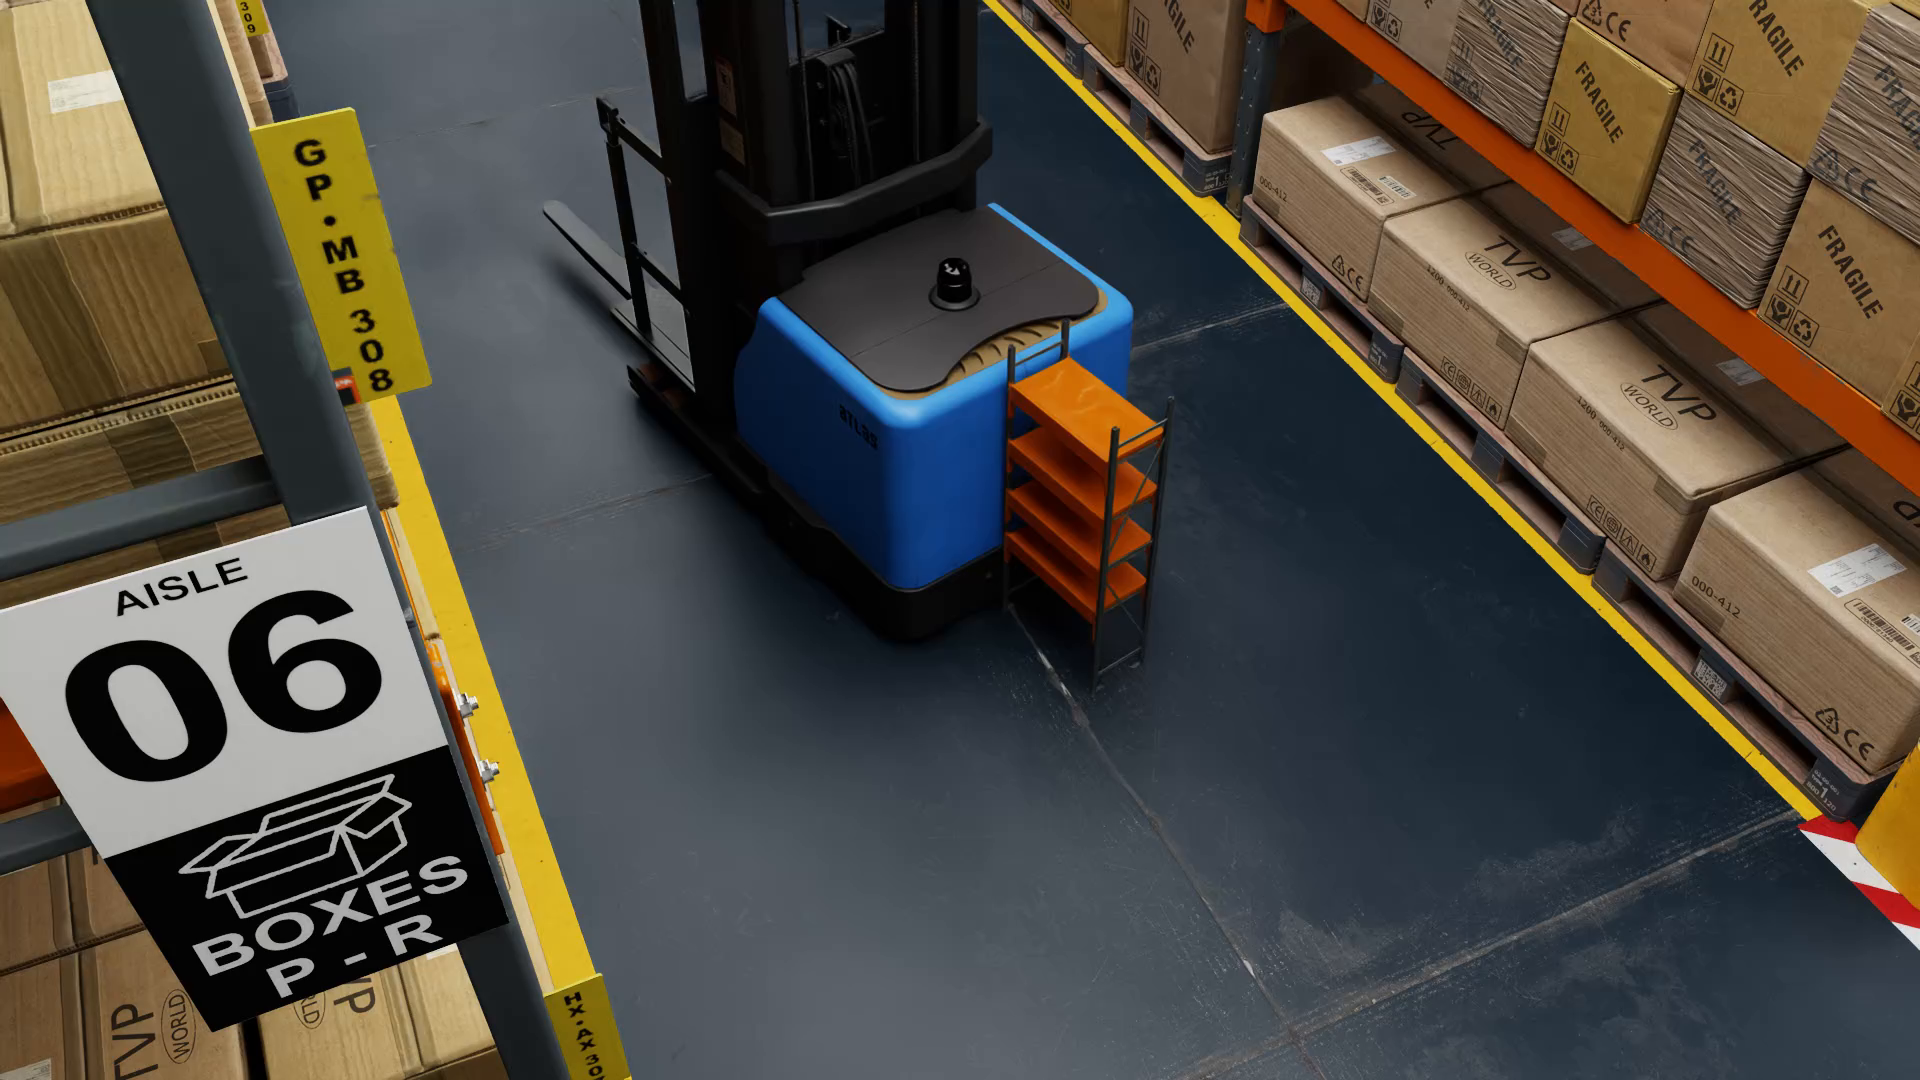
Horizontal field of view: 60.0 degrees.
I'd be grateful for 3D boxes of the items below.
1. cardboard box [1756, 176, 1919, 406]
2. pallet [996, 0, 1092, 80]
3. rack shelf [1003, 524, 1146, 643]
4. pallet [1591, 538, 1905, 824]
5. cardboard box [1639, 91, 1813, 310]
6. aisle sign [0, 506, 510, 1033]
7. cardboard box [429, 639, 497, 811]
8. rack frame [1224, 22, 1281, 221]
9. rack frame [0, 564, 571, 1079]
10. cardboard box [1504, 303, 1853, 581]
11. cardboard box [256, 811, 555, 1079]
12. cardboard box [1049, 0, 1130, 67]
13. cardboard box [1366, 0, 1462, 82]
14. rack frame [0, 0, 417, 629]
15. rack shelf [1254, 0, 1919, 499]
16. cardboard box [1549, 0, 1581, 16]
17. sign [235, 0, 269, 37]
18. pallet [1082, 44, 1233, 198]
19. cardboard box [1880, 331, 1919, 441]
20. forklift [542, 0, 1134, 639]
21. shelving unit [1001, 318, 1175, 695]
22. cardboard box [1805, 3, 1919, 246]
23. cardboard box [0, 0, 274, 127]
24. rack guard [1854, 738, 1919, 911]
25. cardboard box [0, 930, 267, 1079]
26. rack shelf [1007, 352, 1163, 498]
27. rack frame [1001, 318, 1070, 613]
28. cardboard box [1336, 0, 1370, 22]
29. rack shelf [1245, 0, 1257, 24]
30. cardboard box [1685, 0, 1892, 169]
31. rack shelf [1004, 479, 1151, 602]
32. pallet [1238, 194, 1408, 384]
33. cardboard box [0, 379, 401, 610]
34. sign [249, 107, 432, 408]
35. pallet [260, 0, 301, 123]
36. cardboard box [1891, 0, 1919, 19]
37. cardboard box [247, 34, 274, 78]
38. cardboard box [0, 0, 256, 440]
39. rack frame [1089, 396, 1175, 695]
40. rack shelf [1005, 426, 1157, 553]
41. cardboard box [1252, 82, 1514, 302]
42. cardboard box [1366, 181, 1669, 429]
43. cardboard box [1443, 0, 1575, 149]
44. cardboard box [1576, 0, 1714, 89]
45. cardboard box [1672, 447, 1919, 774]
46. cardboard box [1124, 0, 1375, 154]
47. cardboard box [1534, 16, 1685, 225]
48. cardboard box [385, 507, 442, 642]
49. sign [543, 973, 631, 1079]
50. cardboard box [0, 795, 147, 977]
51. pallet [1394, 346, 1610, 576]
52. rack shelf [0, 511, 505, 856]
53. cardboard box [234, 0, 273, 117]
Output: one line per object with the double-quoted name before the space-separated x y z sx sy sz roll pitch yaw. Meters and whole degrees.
"cardboard box" 2.767 -0.785 4.838 0.500 0.500 0.500 -19 48 -18
"pallet" 0.816 -3.000 9.140 1.003 0.211 1.213 -18 47 -17
"rack shelf" 0.396 0.104 5.669 0.258 0.148 0.480 -28 51 -26
"pallet" 3.000 0.311 5.785 1.003 0.211 1.213 -18 47 -17
"cardboard box" 2.542 -1.110 5.168 0.500 0.500 0.500 -17 47 -16
"aisle sign" -0.799 0.304 1.955 0.394 0.787 0.004 -18 47 -17
"cardboard box" -1.253 0.530 3.472 0.500 0.250 0.500 -18 47 -17
"rack frame" 1.726 -2.745 6.896 1.000 3.000 0.127 -18 47 -17
"rack frame" -1.094 1.273 2.825 1.000 3.000 0.127 -18 47 -17
"cardboard box" 2.647 -0.405 6.050 0.875 0.438 0.875 -17 47 -16
"cardboard box" -1.041 0.851 3.146 0.500 0.250 0.500 -18 47 -17
"cardboard box" 1.006 -3.083 8.452 0.875 0.875 0.875 -17 47 -16
"cardboard box" 1.893 -2.082 6.153 0.500 0.500 0.500 -18 47 -17
"rack frame" -1.094 -0.863 0.717 1.000 3.000 0.127 -18 47 -17
"rack shelf" 2.567 -1.214 5.857 1.077 0.370 4.000 -18 47 -17
"cardboard box" 2.118 -2.108 5.467 0.500 0.500 0.500 -17 47 -17
"sign" -2.287 -1.750 5.271 0.100 0.325 0.005 -18 47 -17
"pallet" 1.333 -2.221 8.351 1.003 0.211 1.213 -18 47 -17
"cardboard box" 2.965 -0.460 4.510 0.500 0.500 0.500 -18 47 -17
"forklift" -0.695 -1.685 5.870 1.130 2.935 3.031 -28 51 -26
"shelving unit" 0.396 -0.085 5.482 0.258 1.200 0.503 -28 51 -26
"cardboard box" 2.742 -1.148 4.495 0.500 0.500 0.500 -18 47 -17
"cardboard box" -1.250 -0.712 2.239 0.500 0.250 0.500 -18 47 -18
"rack guard" 3.418 0.709 5.175 1.175 0.500 0.348 -18 47 -17
"cardboard box" -1.529 1.005 2.990 0.500 0.250 0.500 -17 47 -16
"rack shelf" 0.396 -0.365 5.206 0.258 0.148 0.480 -28 51 -26
"rack frame" 0.247 -0.221 5.620 0.240 1.200 0.015 -28 51 -26
"cardboard box" 1.685 -2.404 6.479 0.500 0.500 0.500 -17 47 -16
"rack shelf" 0.885 -3.763 8.440 1.077 0.370 4.000 -18 47 -17
"cardboard box" 2.537 -1.465 4.816 0.500 0.500 0.500 -18 47 -18
"rack shelf" 0.396 -0.037 5.529 0.258 0.148 0.480 -28 51 -26
"pallet" 1.974 -1.244 7.361 1.003 0.211 1.213 -18 47 -17
"cardboard box" -1.033 -0.211 2.088 0.500 0.250 0.500 -19 48 -18
"sign" -0.602 -0.267 1.627 0.100 0.325 0.005 -18 47 -17
"pallet" -3.013 -1.750 6.024 1.003 0.211 1.213 -18 47 -17
"cardboard box" 2.693 -1.455 4.344 0.380 0.149 0.250 -17 47 -17
"cardboard box" -2.777 -1.836 5.605 0.700 0.500 0.500 -17 47 -16
"cardboard box" -1.053 -0.382 1.905 0.500 0.250 0.500 -19 48 -18
"rack frame" 0.544 0.051 5.344 0.240 1.200 0.015 -28 51 -26
"rack shelf" 0.396 -0.197 5.372 0.258 0.148 0.480 -28 51 -26
"cardboard box" 1.892 -1.550 7.211 0.875 0.438 0.875 -19 48 -18
"cardboard box" 2.269 -0.980 6.633 0.875 0.438 0.875 -19 48 -19
"cardboard box" 2.097 -1.763 5.830 0.500 0.500 0.500 -18 47 -17
"cardboard box" 2.328 -1.786 5.141 0.500 0.500 0.500 -18 47 -18
"cardboard box" 3.039 0.176 5.461 0.875 0.438 0.875 -20 48 -19
"cardboard box" 1.392 -2.509 7.871 0.875 0.875 0.875 -17 47 -16
"cardboard box" 2.313 -1.435 5.497 0.500 0.500 0.500 -17 47 -16
"cardboard box" -1.469 0.208 3.798 0.500 0.250 0.500 -19 48 -18
"sign" -0.602 0.804 2.683 0.100 0.325 0.005 -18 47 -17
"cardboard box" -1.744 0.676 3.324 0.500 0.250 0.500 -18 47 -17
"pallet" 2.491 -0.466 6.572 1.003 0.211 1.213 -18 47 -17
"rack shelf" -1.935 -0.814 3.315 1.077 0.370 4.000 -18 47 -17
"cardboard box" -1.469 -0.859 2.744 0.500 0.250 0.500 -19 48 -19
